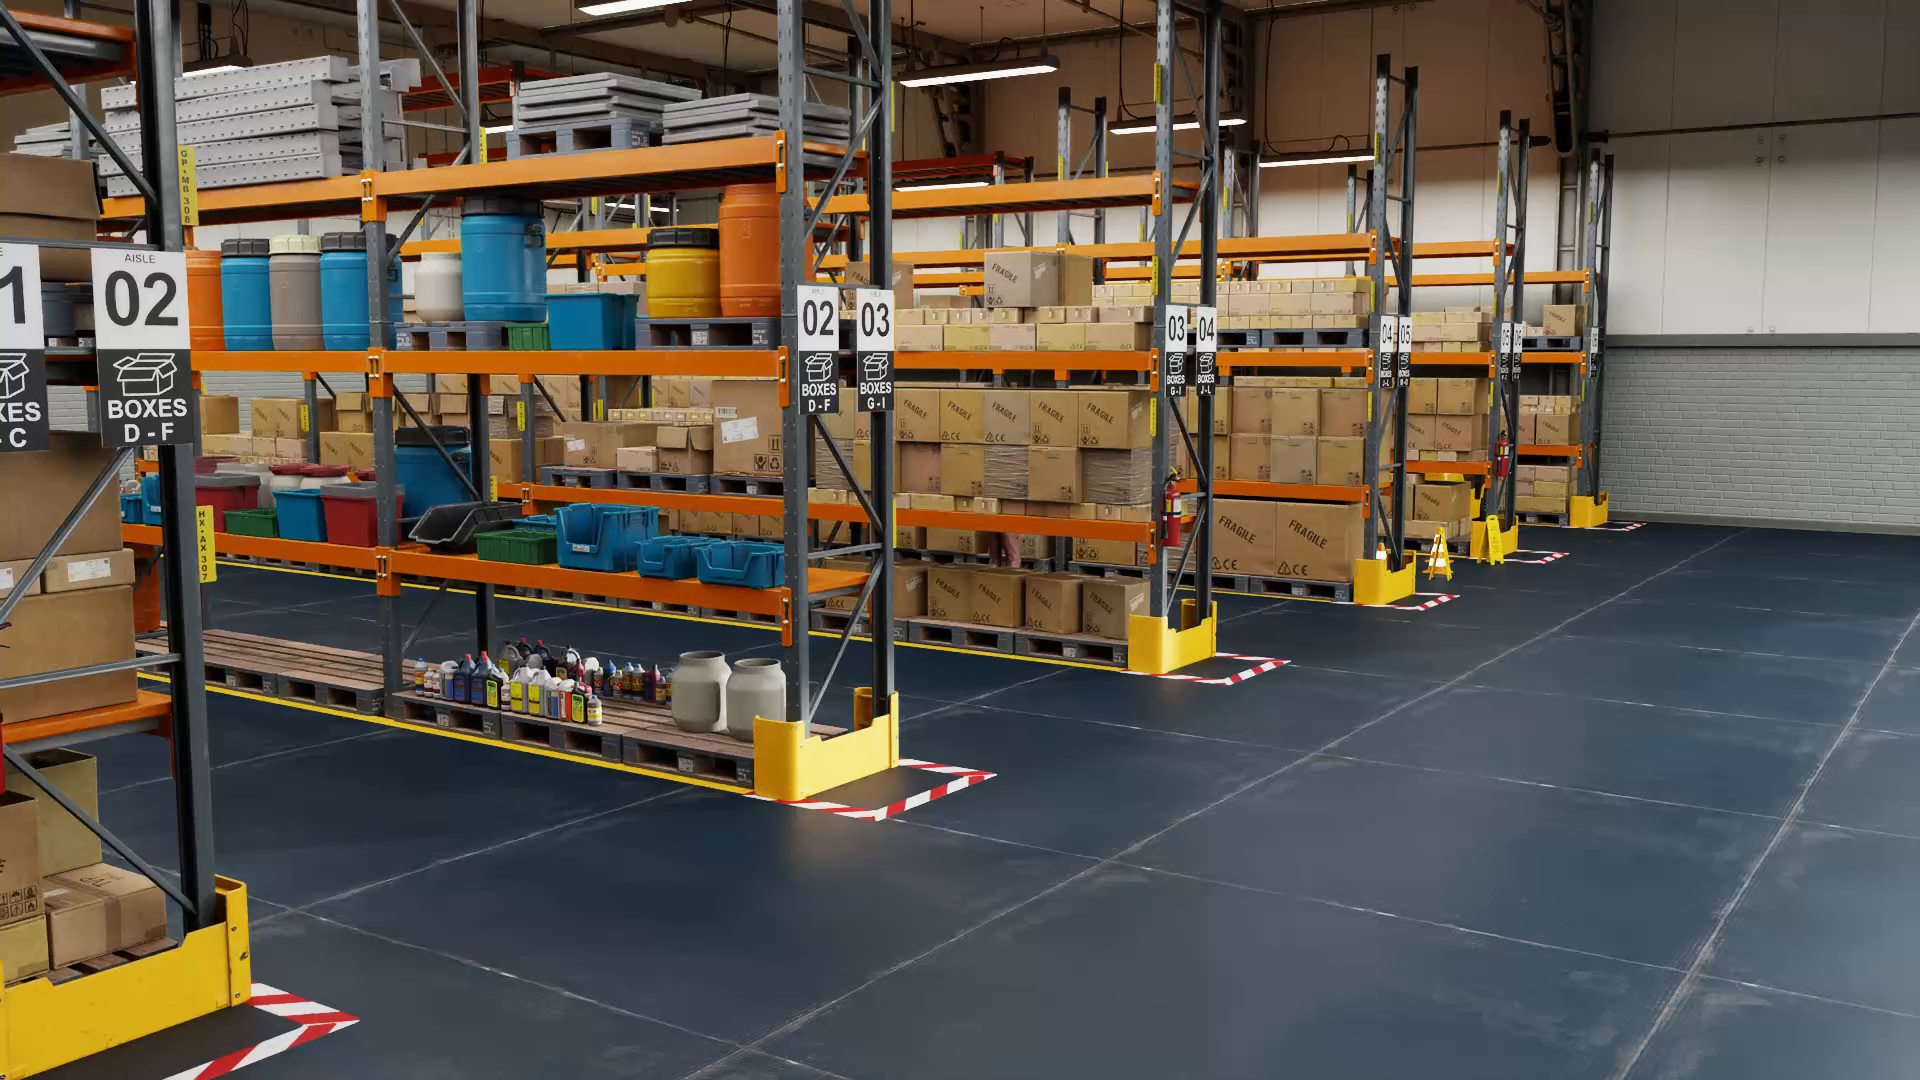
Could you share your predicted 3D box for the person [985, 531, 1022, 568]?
[{"bbox_3d":[0.480,-0.127,18.598,0.499,1.673,0.358,4,8,34],"label":"person"}]
